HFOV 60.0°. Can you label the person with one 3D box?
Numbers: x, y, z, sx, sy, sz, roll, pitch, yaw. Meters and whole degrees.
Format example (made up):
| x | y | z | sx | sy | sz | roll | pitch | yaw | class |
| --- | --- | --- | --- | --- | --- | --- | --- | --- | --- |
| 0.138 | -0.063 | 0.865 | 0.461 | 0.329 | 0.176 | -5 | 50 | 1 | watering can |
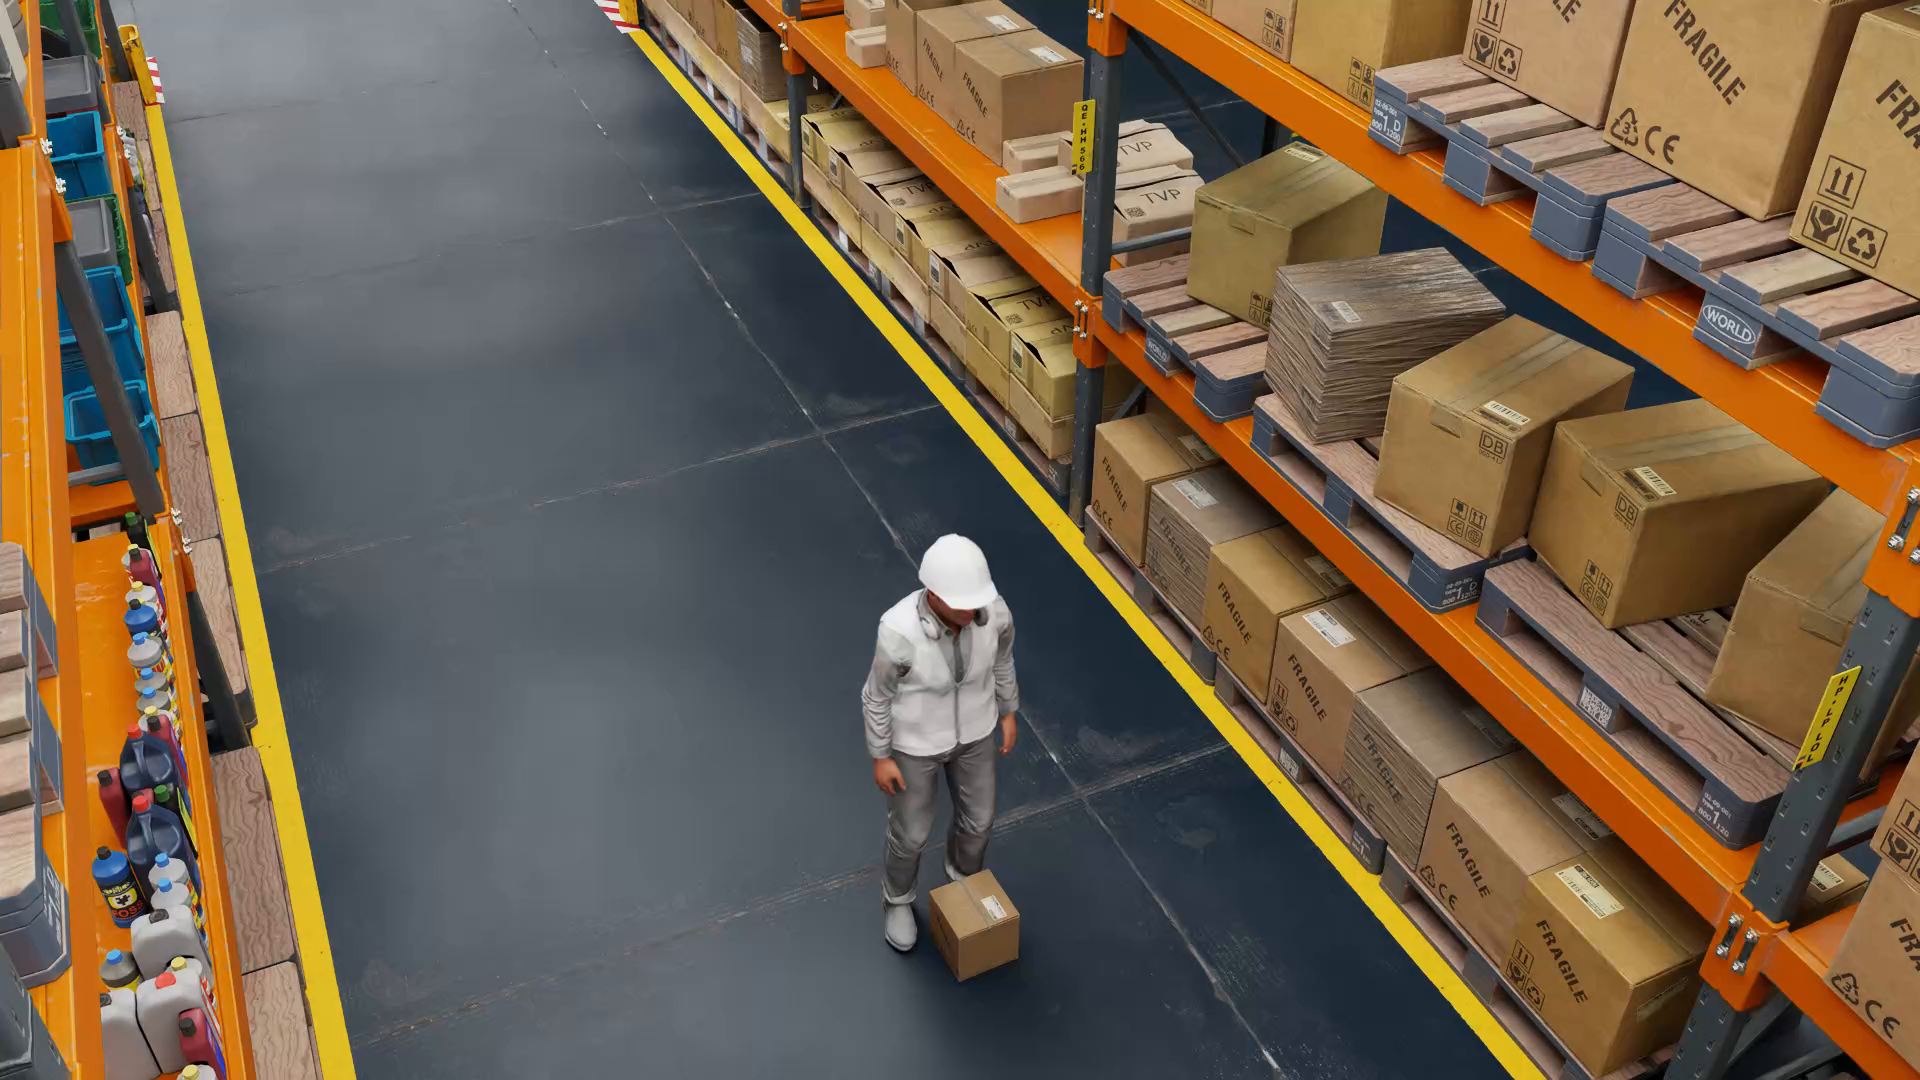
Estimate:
| x | y | z | sx | sy | sz | roll | pitch | yaw | class |
| --- | --- | --- | --- | --- | --- | --- | --- | --- | --- |
| -0.058 | 0.688 | 5.921 | 0.589 | 1.772 | 0.464 | -17 | 40 | -21 | person |
